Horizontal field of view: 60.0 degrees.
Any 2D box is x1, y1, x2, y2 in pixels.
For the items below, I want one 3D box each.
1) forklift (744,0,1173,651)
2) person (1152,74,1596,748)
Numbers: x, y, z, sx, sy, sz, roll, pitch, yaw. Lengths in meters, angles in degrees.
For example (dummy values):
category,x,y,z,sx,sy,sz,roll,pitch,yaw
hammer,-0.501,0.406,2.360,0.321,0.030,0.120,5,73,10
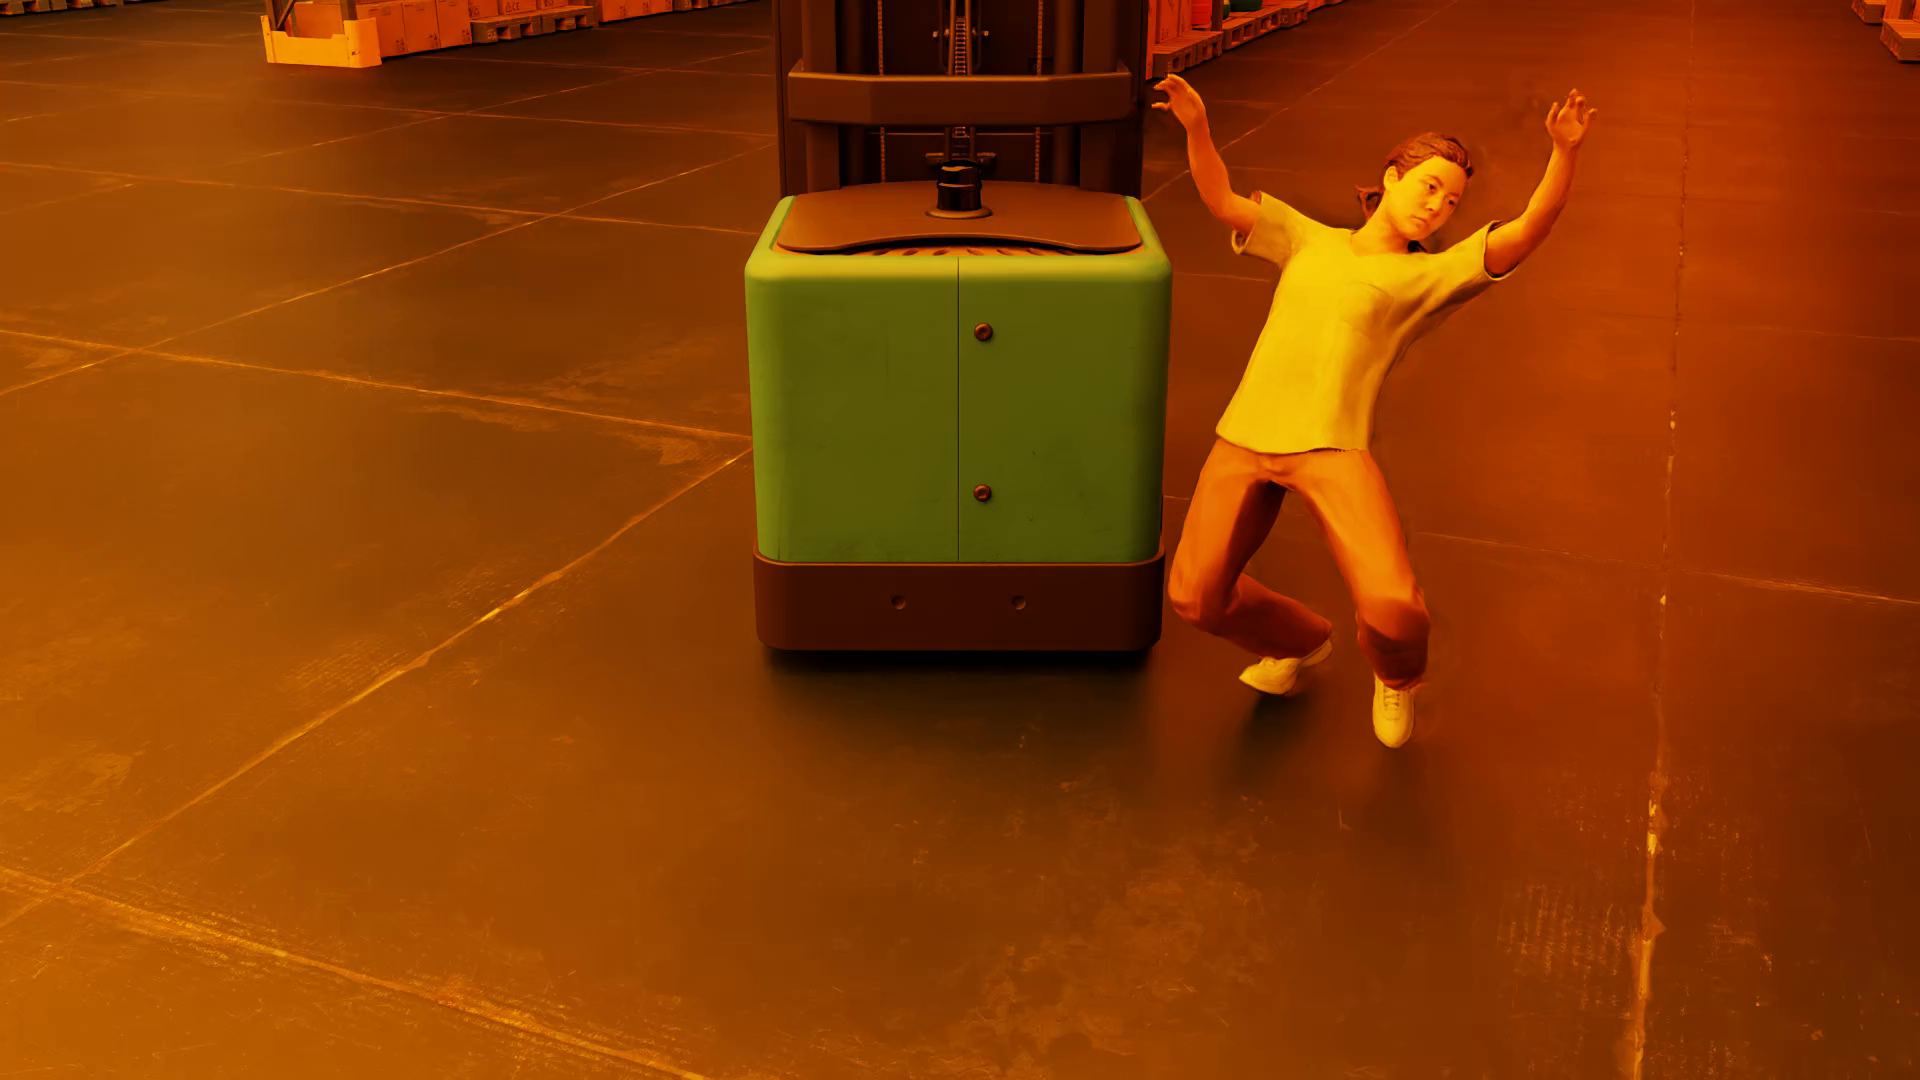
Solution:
category,x,y,z,sx,sy,sz,roll,pitch,yaw
forklift,0.002,-1.587,5.089,1.130,2.935,3.031,0,23,0
person,0.906,-0.271,3.758,0.862,1.533,0.725,16,27,33
